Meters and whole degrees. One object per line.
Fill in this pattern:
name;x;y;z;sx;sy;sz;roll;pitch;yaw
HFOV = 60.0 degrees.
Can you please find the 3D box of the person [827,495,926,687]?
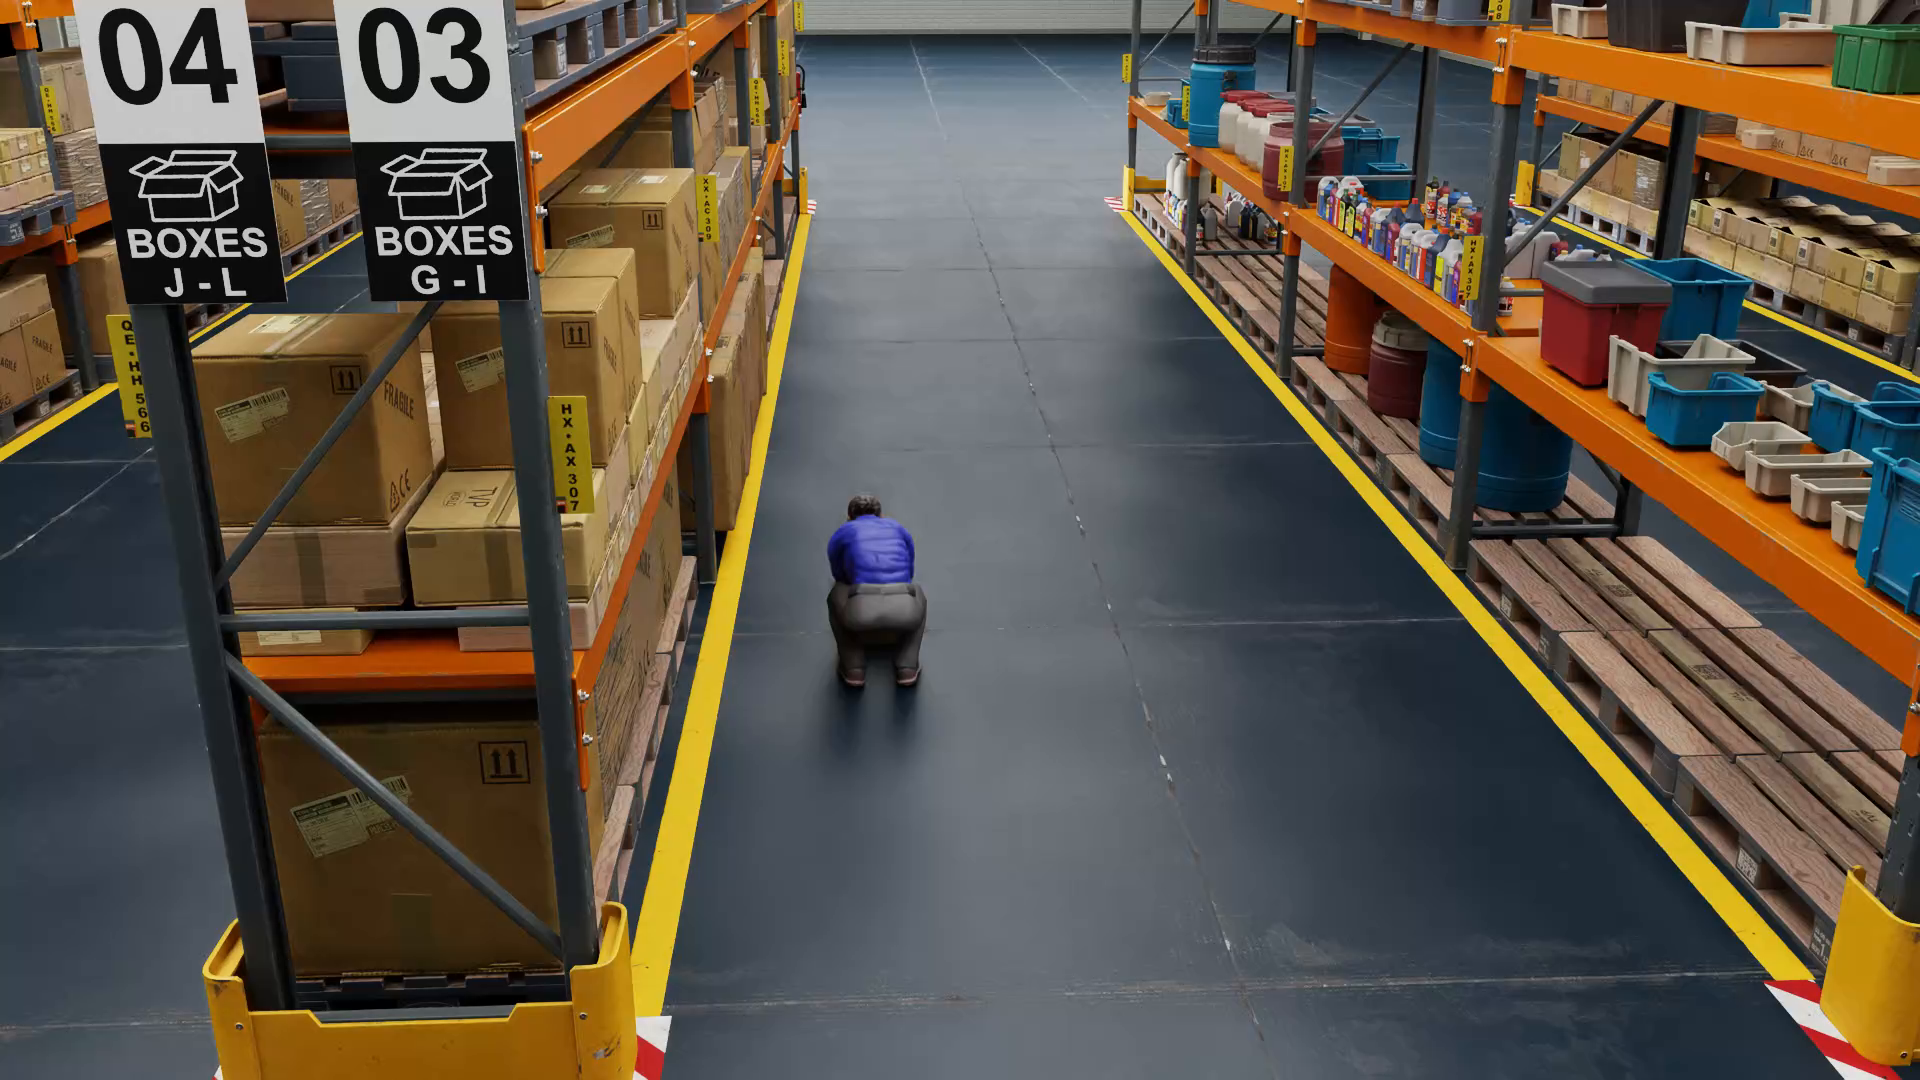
person;-0.390;0.265;7.782;0.470;0.810;0.833;-1;21;-4
